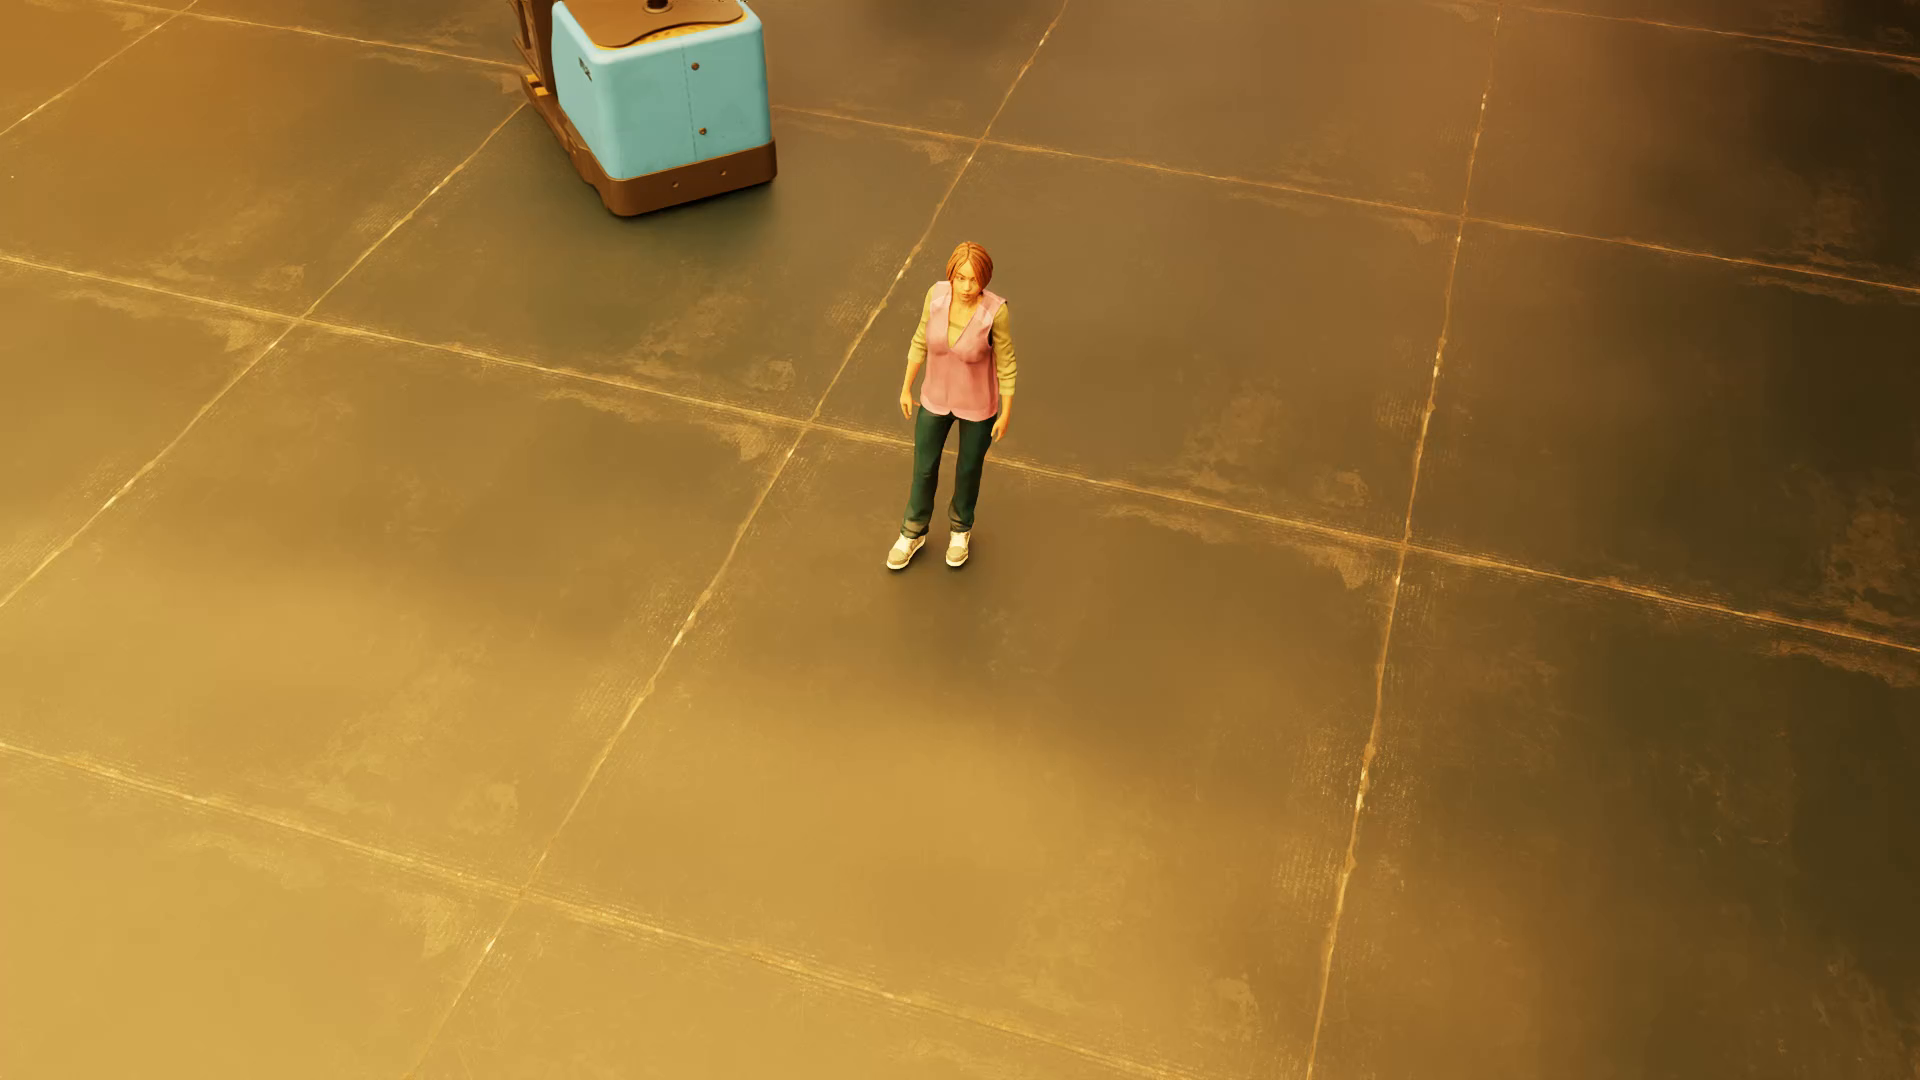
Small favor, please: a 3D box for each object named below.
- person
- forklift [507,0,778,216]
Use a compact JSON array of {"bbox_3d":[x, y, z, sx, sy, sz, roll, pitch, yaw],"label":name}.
[{"bbox_3d":[-0.036,-0.545,7.243,0.520,1.599,0.473,12,44,13],"label":"person"},{"bbox_3d":[-2.230,-3.980,9.967,1.130,2.935,3.031,-19,46,-19],"label":"forklift"}]
